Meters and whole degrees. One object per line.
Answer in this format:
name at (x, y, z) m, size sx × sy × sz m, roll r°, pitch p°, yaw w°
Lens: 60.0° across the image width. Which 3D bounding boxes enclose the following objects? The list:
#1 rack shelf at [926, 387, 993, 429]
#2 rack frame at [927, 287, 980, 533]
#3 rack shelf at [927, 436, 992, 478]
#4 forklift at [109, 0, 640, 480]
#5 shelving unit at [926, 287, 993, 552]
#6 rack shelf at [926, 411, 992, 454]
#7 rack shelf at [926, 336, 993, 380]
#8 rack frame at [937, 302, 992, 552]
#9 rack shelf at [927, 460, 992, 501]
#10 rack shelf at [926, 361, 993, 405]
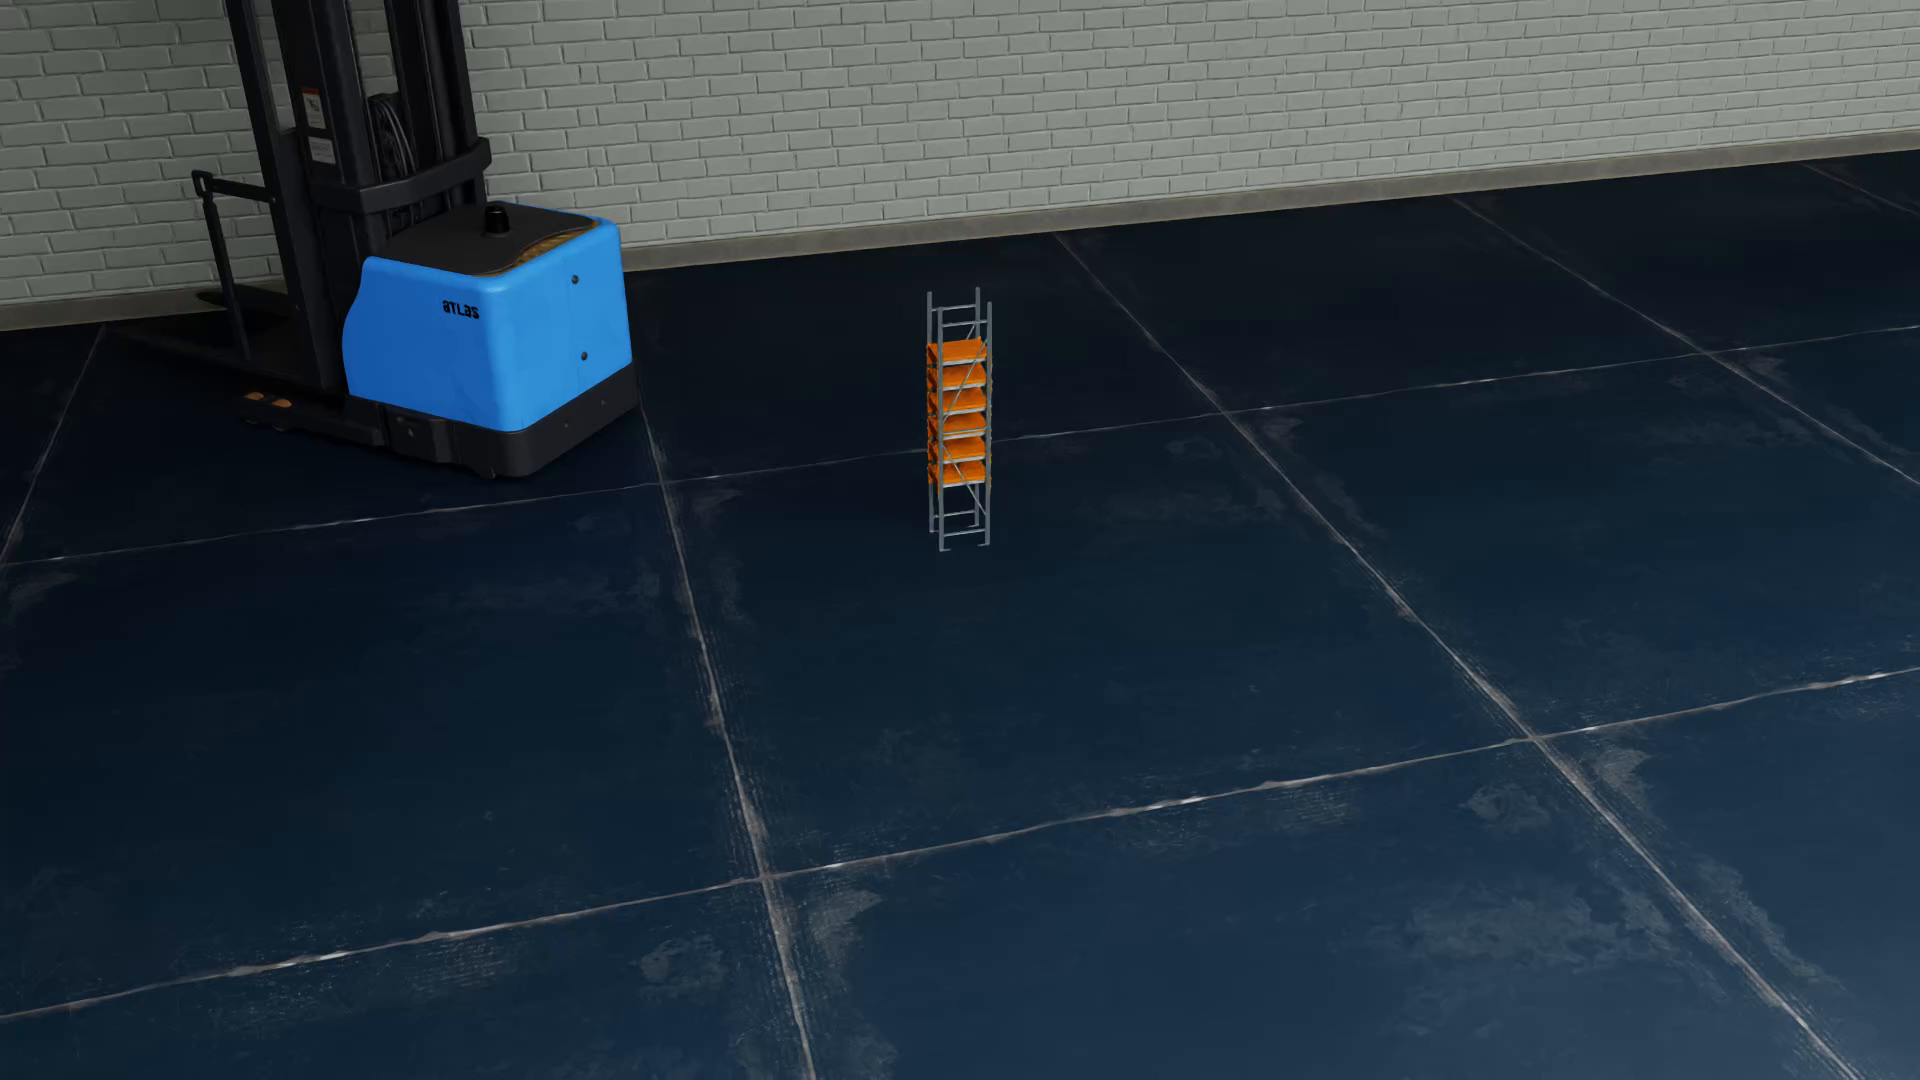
rack shelf at (-0.004, -0.592, 7.424) m, size 0.258 × 0.103 × 0.180 m, roll -8°, pitch 31°, yaw -13°
rack frame at (-0.028, -0.570, 7.538) m, size 0.240 × 1.200 × 0.006 m, roll -8°, pitch 31°, yaw -13°
rack shelf at (-0.004, -0.384, 7.544) m, size 0.258 × 0.103 × 0.180 m, roll -8°, pitch 31°, yaw -13°
forklift at (-3.266, -2.063, 8.388) m, size 3.031 × 2.935 × 1.130 m, roll 14°, pitch 33°, yaw 22°
shelving unit at (-0.004, -0.526, 7.462) m, size 0.258 × 1.200 × 0.189 m, roll -8°, pitch 31°, yaw -13°
rack shelf at (-0.004, -0.488, 7.484) m, size 0.258 × 0.103 × 0.180 m, roll -8°, pitch 31°, yaw -13°
rack shelf at (-0.004, -0.799, 7.303) m, size 0.258 × 0.103 × 0.180 m, roll -8°, pitch 31°, yaw -13°
rack frame at (0.020, -0.482, 7.385) m, size 0.240 × 1.200 × 0.006 m, roll -8°, pitch 31°, yaw -13°
rack shelf at (-0.004, -0.280, 7.604) m, size 0.258 × 0.103 × 0.180 m, roll -8°, pitch 31°, yaw -13°
rack shelf at (-0.004, -0.696, 7.364) m, size 0.258 × 0.103 × 0.180 m, roll -8°, pitch 31°, yaw -13°
